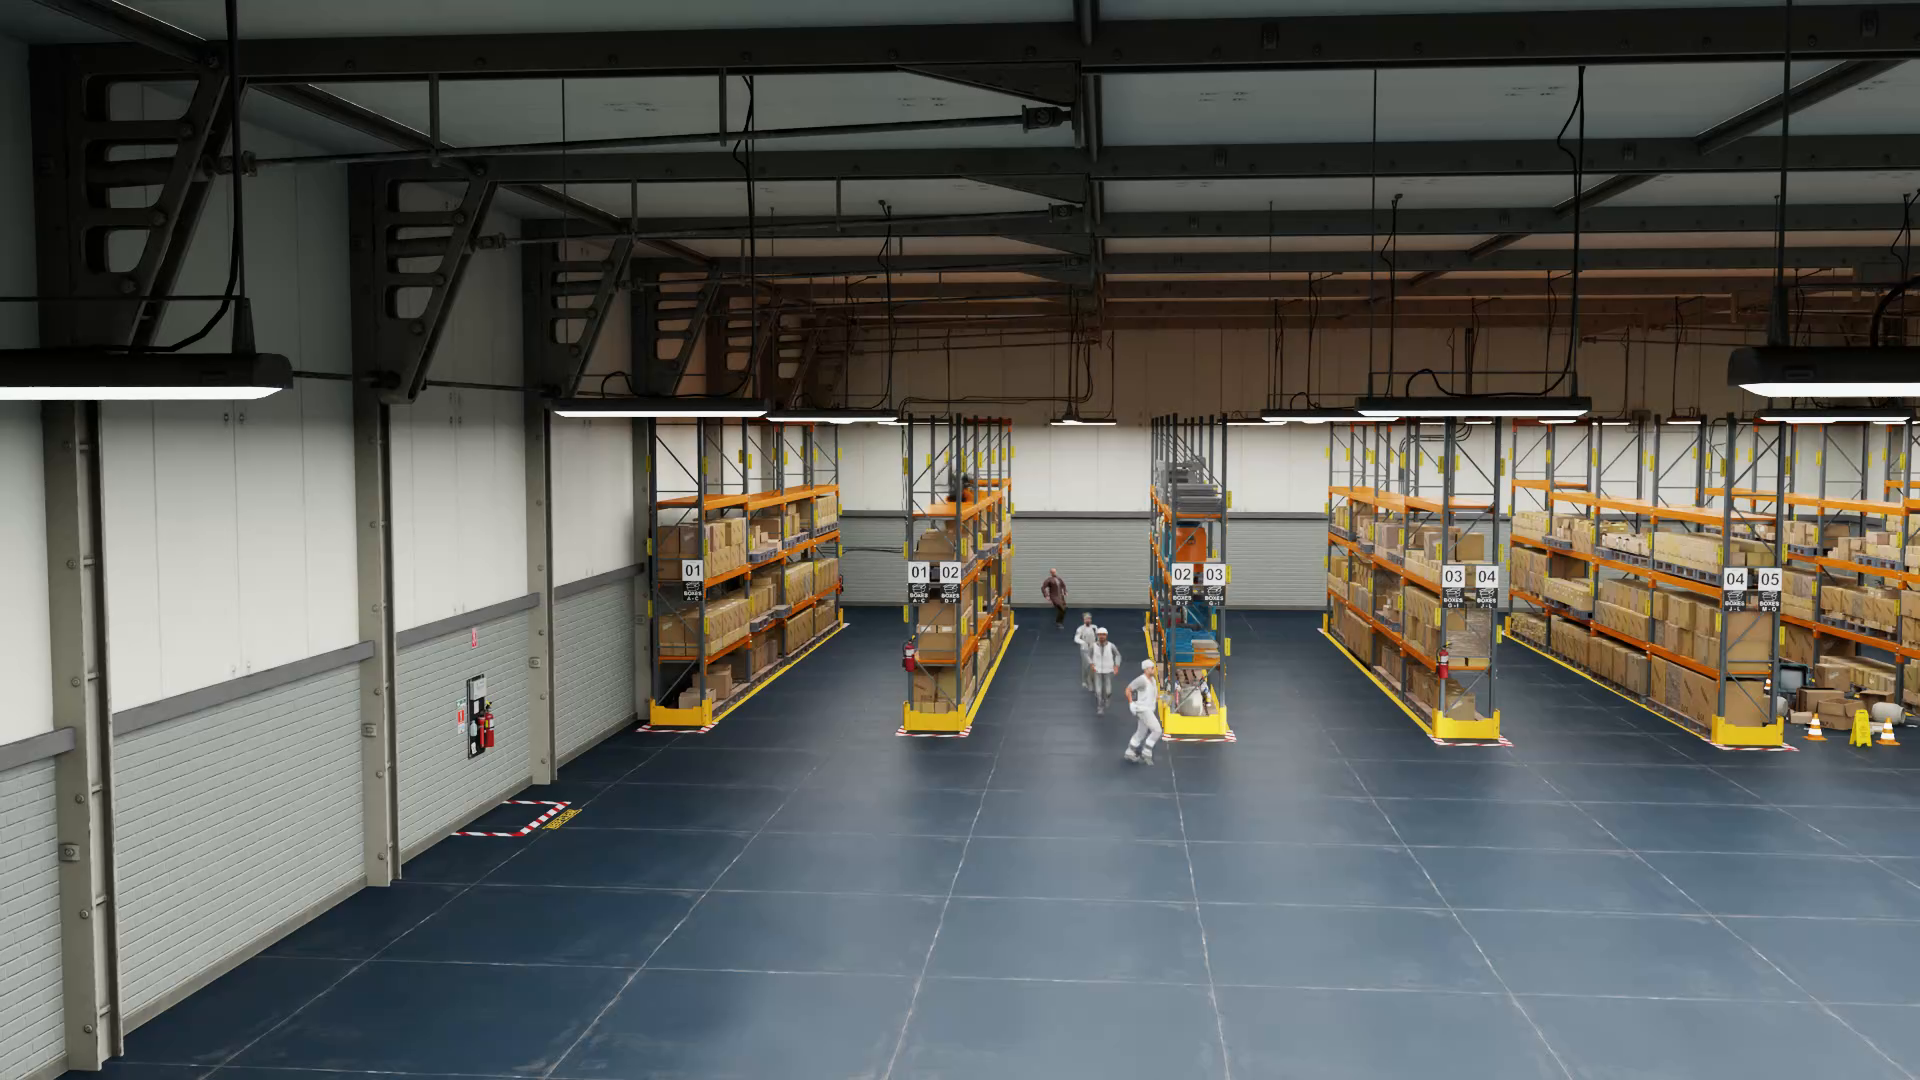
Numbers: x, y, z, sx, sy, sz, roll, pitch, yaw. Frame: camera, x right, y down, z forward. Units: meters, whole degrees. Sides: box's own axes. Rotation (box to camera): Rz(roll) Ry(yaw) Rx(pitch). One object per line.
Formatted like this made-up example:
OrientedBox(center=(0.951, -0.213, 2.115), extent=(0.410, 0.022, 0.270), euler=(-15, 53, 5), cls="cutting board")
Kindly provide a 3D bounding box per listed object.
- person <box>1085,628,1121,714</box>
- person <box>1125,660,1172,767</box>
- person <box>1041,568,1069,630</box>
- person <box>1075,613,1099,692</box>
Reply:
OrientedBox(center=(2.838, 2.598, 33.014), extent=(0.707, 1.729, 0.609), euler=(0, 4, 5), cls="person")
OrientedBox(center=(3.175, 2.931, 28.223), extent=(0.824, 1.811, 0.642), euler=(2, 4, 25), cls="person")
OrientedBox(center=(2.772, 1.685, 47.264), extent=(0.767, 1.748, 0.615), euler=(-4, 5, -43), cls="person")
OrientedBox(center=(2.794, 2.423, 36.139), extent=(0.613, 1.716, 0.683), euler=(0, 4, 0), cls="person")
